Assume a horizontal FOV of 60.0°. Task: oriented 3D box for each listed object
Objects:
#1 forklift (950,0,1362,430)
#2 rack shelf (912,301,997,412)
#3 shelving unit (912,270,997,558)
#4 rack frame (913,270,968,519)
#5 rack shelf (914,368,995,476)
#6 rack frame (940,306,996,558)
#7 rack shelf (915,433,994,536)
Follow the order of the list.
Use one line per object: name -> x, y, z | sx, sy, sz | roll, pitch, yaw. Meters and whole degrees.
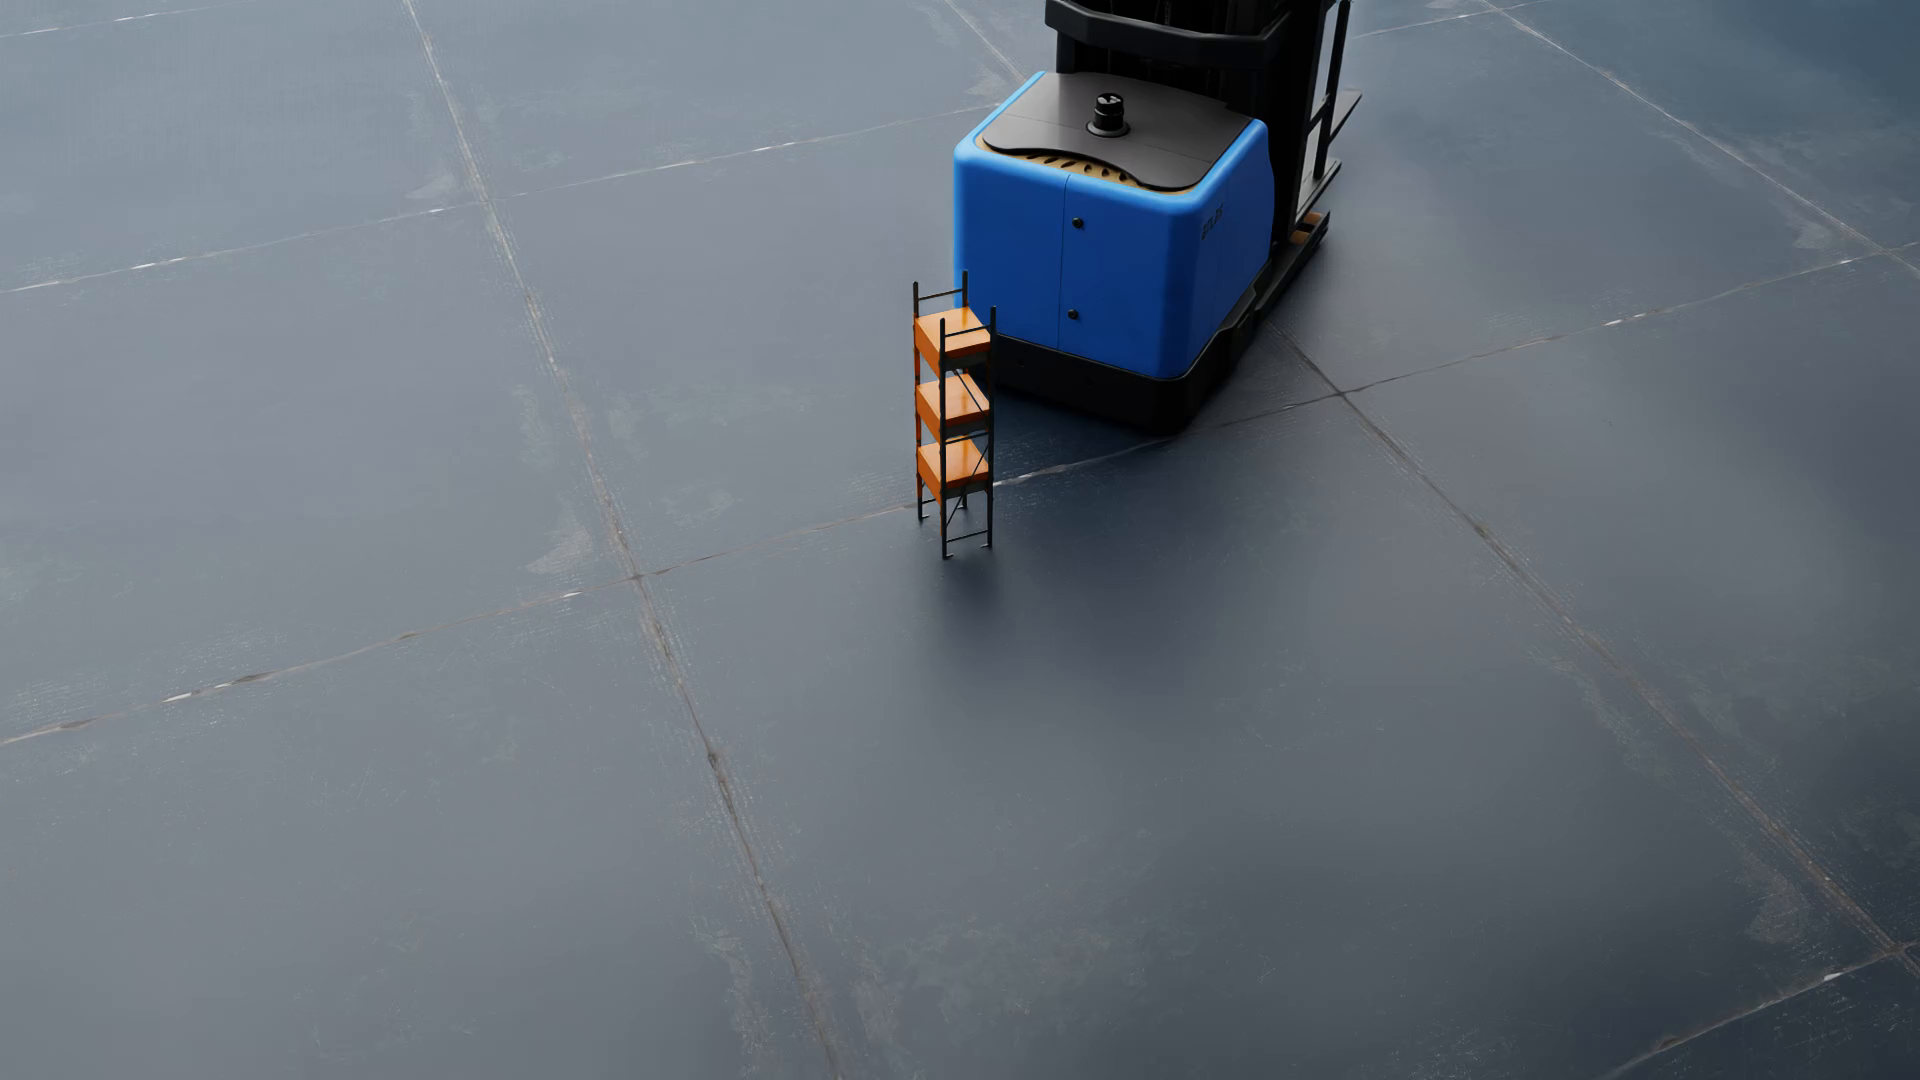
forklift -> 1.086, -2.505, 6.915 | 1.130, 2.935, 3.031 | 19, 44, 20
rack shelf -> -0.020, -0.637, 5.767 | 0.215, 0.259, 0.240 | -15, 43, -17
shelving unit -> -0.020, -0.430, 5.945 | 0.215, 1.050, 0.252 | -15, 43, -17
rack frame -> -0.067, -0.504, 6.031 | 0.200, 1.050, 0.008 | -15, 43, -17
rack shelf -> -0.020, -0.422, 5.952 | 0.215, 0.259, 0.240 | -15, 43, -17
rack frame -> 0.026, -0.357, 5.860 | 0.200, 1.050, 0.008 | -15, 43, -17
rack shelf -> -0.020, -0.212, 6.133 | 0.215, 0.259, 0.240 | -15, 43, -17
